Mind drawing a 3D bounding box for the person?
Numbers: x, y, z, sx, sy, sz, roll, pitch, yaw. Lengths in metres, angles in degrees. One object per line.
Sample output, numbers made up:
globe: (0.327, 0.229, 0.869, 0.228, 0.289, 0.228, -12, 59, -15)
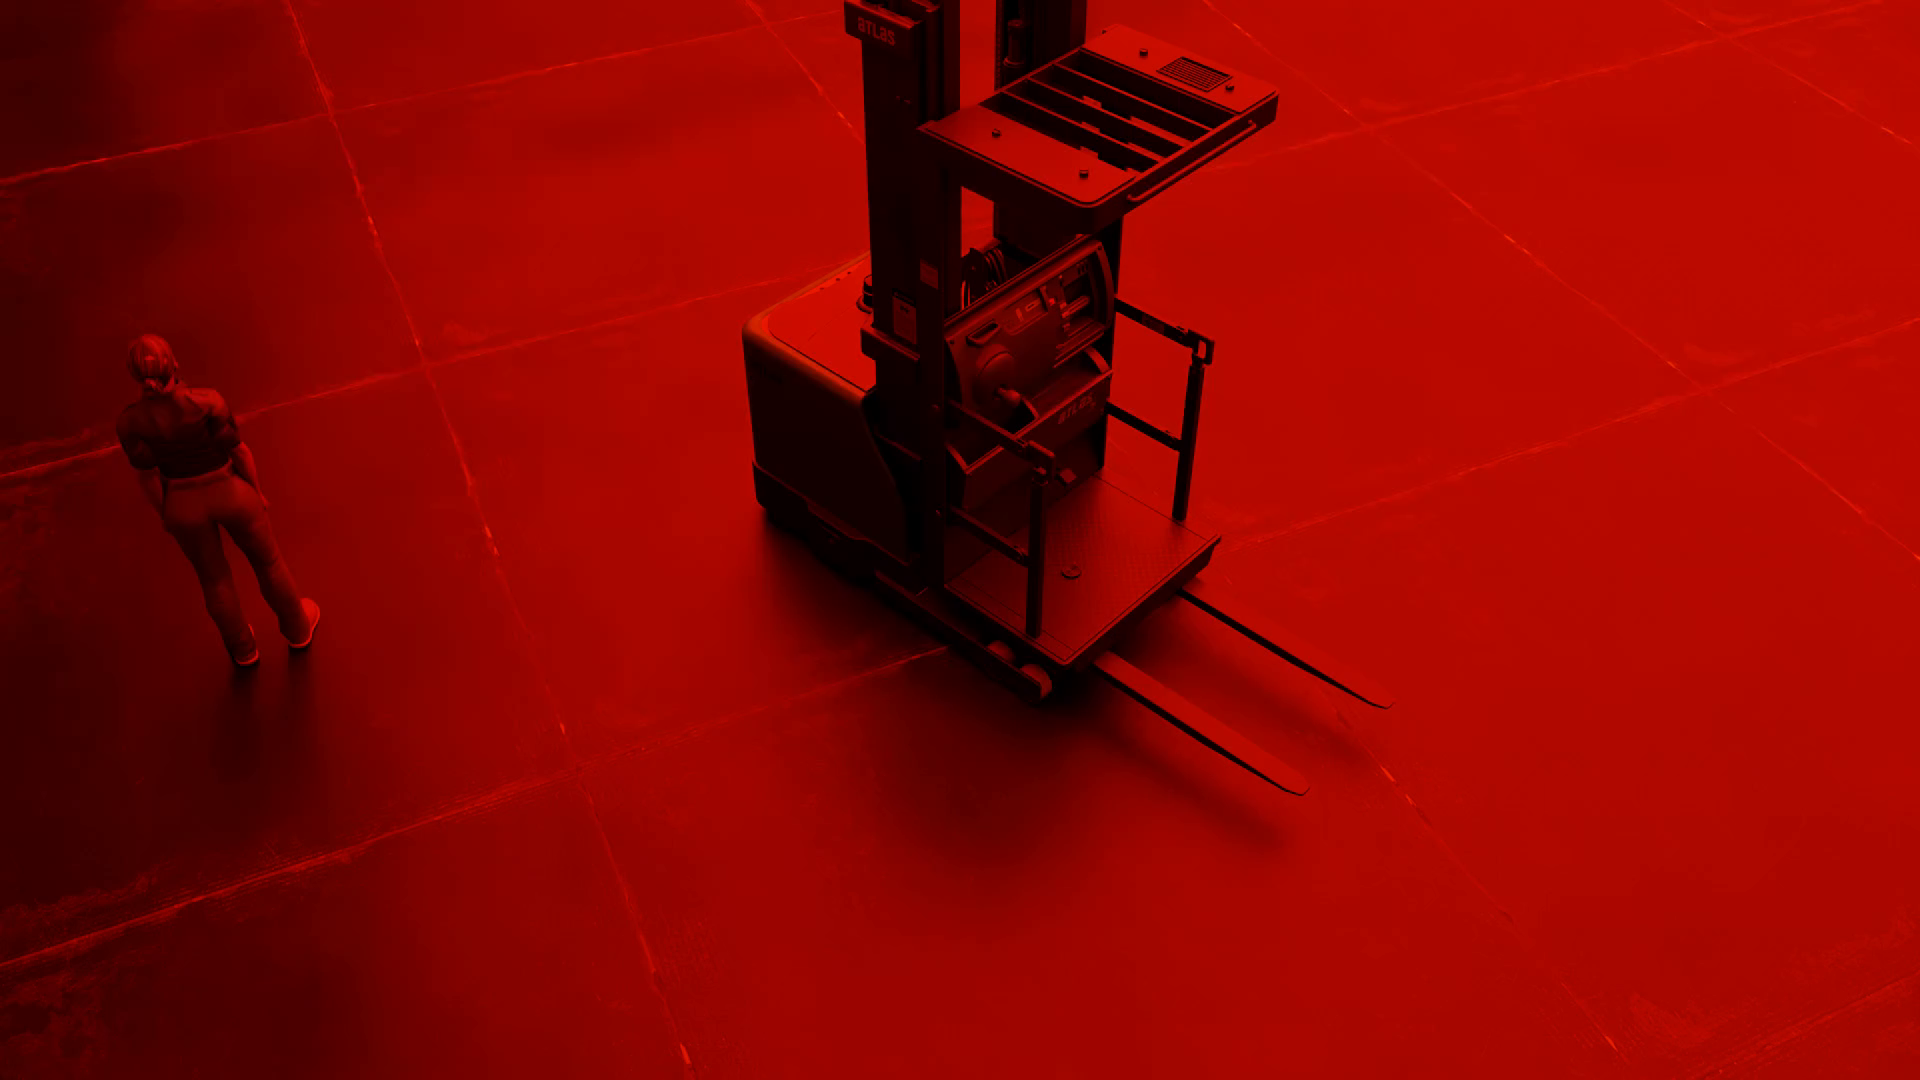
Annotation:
person: (-3.052, -0.165, 6.793, 0.447, 1.661, 0.331, -15, 45, -16)

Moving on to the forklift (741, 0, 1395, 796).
forklift: (0.445, -0.788, 6.525, 3.031, 2.935, 1.130, 32, 52, 30)
